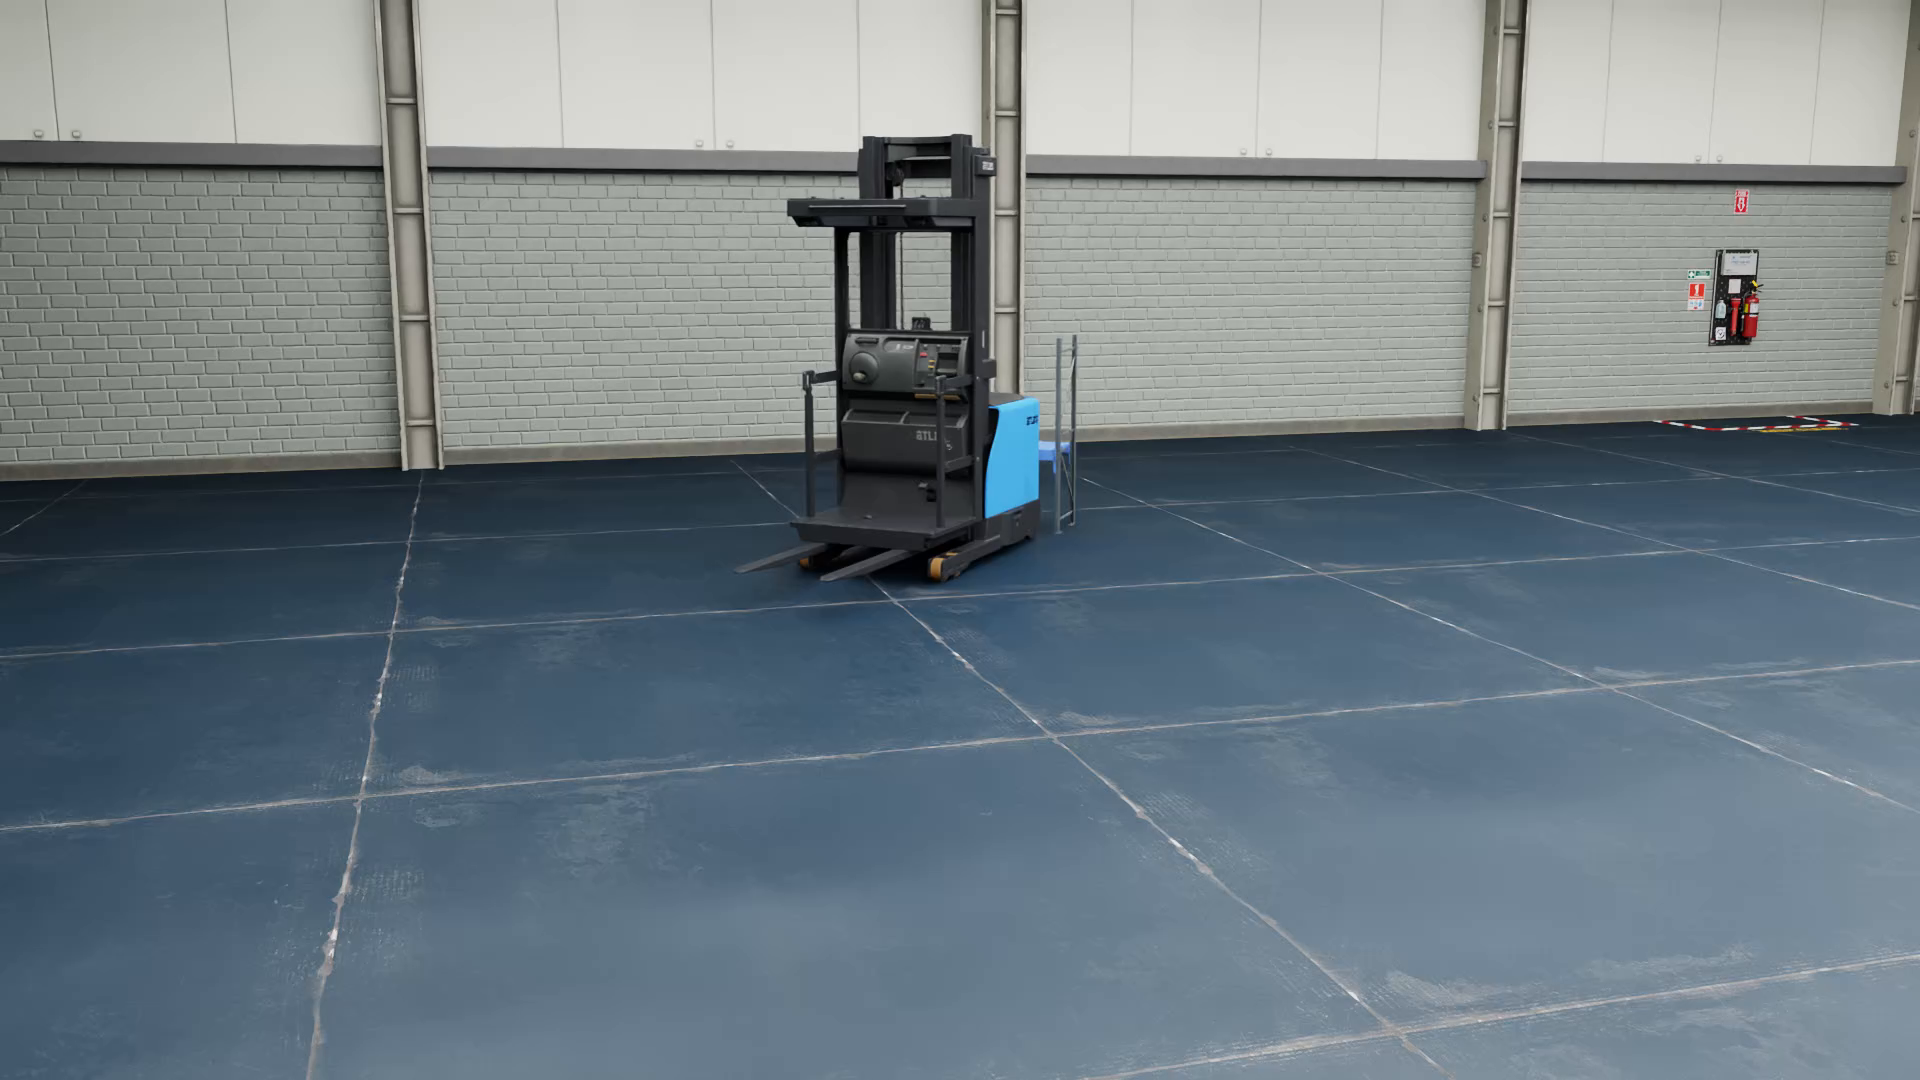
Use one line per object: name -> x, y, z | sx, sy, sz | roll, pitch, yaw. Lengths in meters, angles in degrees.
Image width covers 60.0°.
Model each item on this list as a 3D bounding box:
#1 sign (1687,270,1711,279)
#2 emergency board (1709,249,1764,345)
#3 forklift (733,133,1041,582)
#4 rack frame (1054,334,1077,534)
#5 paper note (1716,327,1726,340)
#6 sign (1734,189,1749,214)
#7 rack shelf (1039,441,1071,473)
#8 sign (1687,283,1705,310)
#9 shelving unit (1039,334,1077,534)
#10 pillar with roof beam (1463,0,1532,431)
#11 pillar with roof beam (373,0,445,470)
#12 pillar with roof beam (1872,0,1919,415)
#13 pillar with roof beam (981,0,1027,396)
sign -> 9.045, -3.250, 20.351 | 0.331, 0.109, 0.001 | -3, 11, -16
emergency board -> 9.598, -2.983, 20.464 | 0.643, 1.169, 0.194 | -3, 11, -16
forklift -> -0.466, -1.252, 11.250 | 1.130, 2.935, 3.031 | 5, 11, 24
rack frame -> 0.820, -0.824, 12.878 | 0.032, 1.500, 0.500 | 4, 11, 19
paper note -> 9.409, -2.553, 20.560 | 0.142, 0.148, 0.016 | -3, 11, -16
sign -> 9.562, -4.140, 20.346 | 0.199, 0.298, 0.001 | -3, 11, -16
rack shelf -> 0.340, -0.677, 13.072 | 1.000, 0.185, 0.538 | 4, 11, 19
sign -> 9.038, -2.990, 20.406 | 0.234, 0.329, 0.001 | -3, 11, -16
shelving unit -> 0.340, -0.853, 13.040 | 1.048, 1.500, 0.538 | 4, 11, 19
pillar with roof beam -> 7.424, -5.000, 14.849 | 0.400, 9.000, 9.100 | -3, 11, -16
pillar with roof beam -> -4.098, -4.392, 11.551 | 0.400, 9.000, 9.100 | -3, 11, -16
pillar with roof beam -> 13.185, -5.303, 16.499 | 0.400, 9.000, 9.100 | -3, 11, -16
pillar with roof beam -> 1.663, -4.696, 13.200 | 0.400, 9.000, 9.100 | -3, 11, -16
